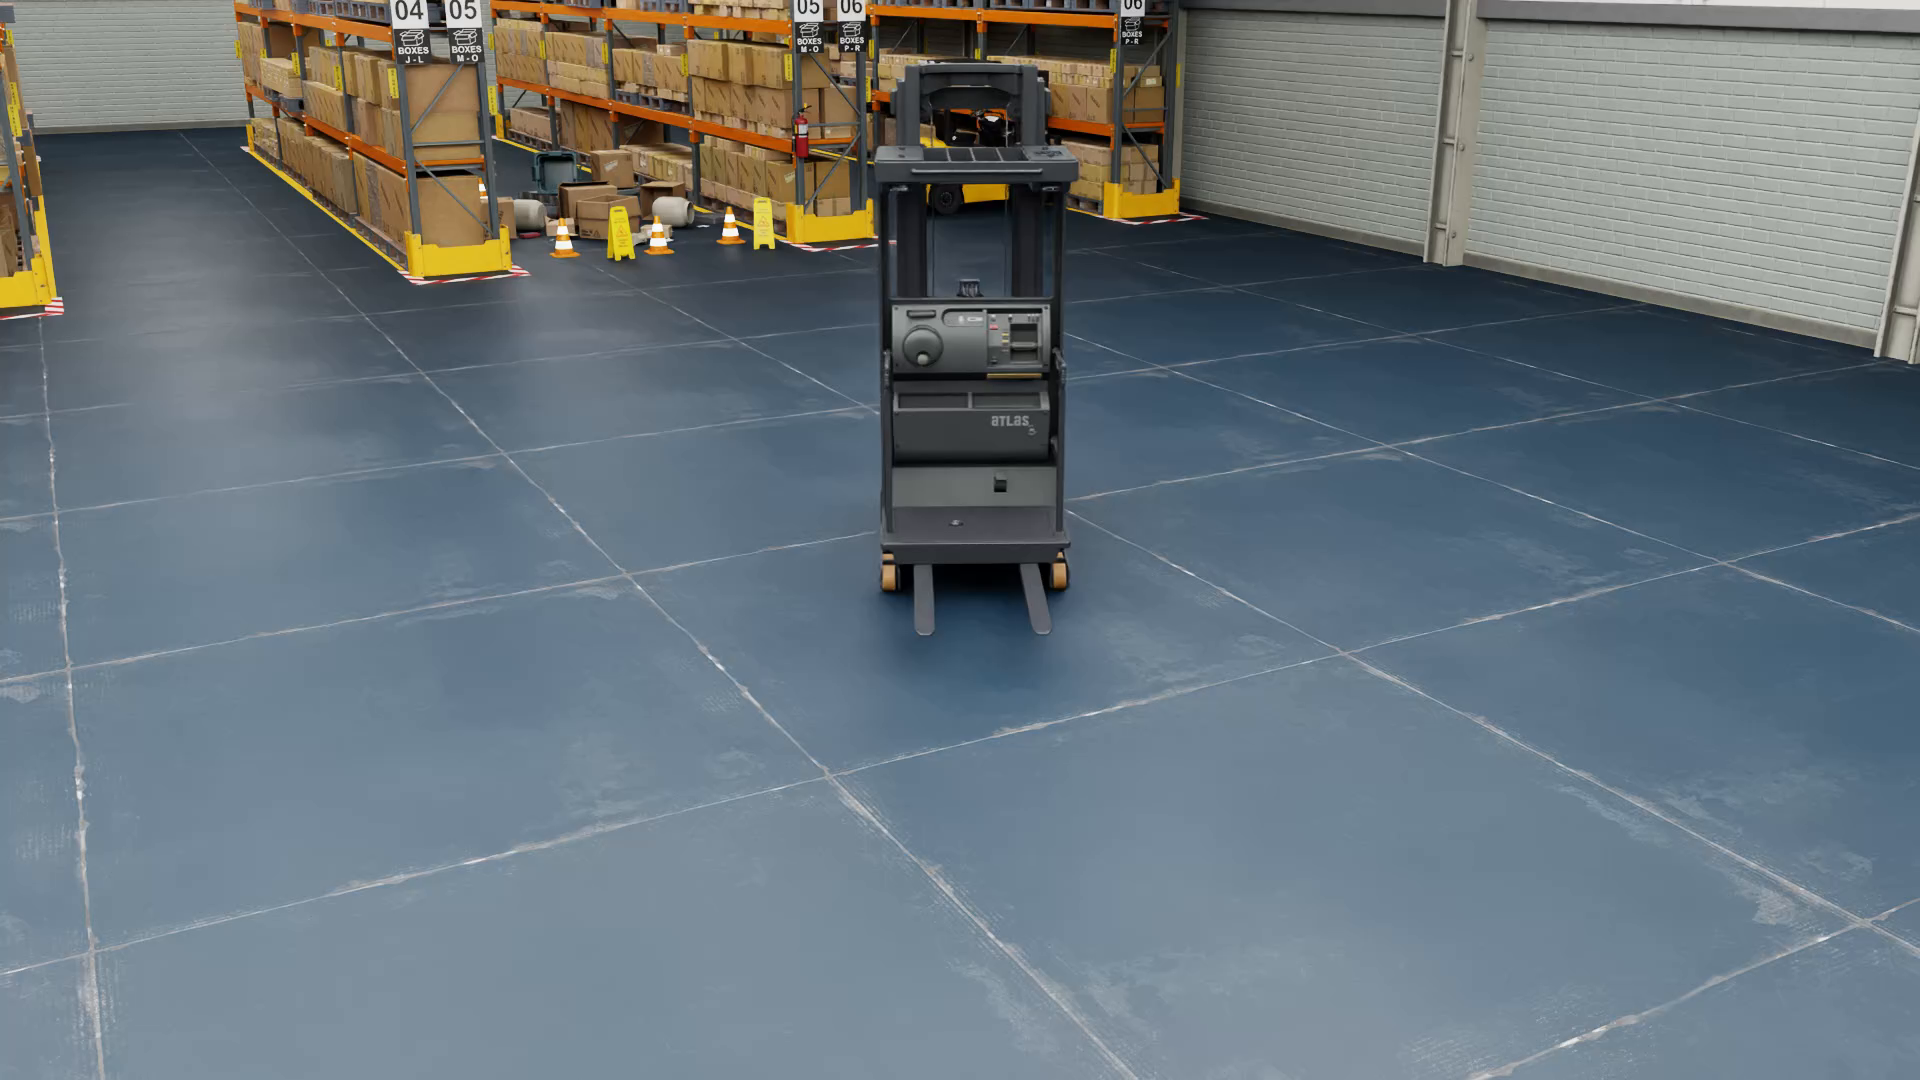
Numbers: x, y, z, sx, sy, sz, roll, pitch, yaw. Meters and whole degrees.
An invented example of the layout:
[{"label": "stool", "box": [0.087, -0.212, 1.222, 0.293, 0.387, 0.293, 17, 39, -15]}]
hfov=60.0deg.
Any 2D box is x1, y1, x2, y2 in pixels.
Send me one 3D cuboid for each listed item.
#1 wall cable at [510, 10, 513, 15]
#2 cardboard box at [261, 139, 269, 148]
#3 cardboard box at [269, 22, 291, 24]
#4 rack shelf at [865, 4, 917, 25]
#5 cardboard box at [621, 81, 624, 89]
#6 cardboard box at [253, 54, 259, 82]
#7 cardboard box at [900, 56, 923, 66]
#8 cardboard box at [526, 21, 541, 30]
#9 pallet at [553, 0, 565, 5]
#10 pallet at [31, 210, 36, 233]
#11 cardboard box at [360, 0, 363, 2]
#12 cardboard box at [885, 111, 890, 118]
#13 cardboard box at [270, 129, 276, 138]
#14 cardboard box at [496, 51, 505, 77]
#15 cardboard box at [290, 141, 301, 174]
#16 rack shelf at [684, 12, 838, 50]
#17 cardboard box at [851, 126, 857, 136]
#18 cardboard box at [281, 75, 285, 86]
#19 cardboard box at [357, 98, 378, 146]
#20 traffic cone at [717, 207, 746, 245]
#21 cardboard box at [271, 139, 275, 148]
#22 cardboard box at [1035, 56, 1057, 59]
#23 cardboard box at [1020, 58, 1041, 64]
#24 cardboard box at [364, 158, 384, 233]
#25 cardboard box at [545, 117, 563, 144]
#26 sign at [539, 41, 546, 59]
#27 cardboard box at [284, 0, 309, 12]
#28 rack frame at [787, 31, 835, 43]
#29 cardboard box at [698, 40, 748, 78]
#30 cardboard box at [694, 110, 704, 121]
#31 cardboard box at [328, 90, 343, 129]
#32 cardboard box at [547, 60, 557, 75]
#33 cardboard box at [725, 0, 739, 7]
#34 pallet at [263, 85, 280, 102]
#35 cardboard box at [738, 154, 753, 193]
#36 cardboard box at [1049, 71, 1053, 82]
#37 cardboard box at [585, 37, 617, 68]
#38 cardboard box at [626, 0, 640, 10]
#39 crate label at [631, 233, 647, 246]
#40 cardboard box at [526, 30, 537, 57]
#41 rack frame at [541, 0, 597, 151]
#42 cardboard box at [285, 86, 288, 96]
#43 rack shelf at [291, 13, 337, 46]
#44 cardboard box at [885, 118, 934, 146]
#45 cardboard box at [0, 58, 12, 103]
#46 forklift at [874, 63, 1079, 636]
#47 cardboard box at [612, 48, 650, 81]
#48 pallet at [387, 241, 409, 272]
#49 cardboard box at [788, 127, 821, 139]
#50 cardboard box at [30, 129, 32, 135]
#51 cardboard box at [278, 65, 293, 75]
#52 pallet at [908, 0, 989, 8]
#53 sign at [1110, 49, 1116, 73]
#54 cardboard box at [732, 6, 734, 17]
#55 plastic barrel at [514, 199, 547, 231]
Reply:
[{"label": "wall cable", "box": [-10.757, -12.364, 40.307, 0.588, 1.984, 0.122, -10, 21, -27]}, {"label": "cardboard box", "box": [-13.050, -7.535, 31.595, 0.380, 0.149, 0.250, -11, 22, -29]}, {"label": "cardboard box", "box": [-12.933, -9.672, 31.922, 0.500, 0.500, 0.500, -11, 22, -28]}, {"label": "rack shelf", "box": [-2.085, -10.171, 32.014, 1.077, 0.370, 4.000, -10, 21, -27]}, {"label": "cardboard box", "box": [-5.512, -7.707, 28.109, 0.380, 0.149, 0.250, -11, 22, -30]}, {"label": "cardboard box", "box": [-12.669, -8.677, 30.570, 0.500, 0.500, 0.500, -10, 21, -27]}, {"label": "cardboard box", "box": [-0.836, -8.517, 29.567, 0.380, 0.149, 0.250, -10, 21, -26]}, {"label": "cardboard box", "box": [-8.254, -10.065, 32.521, 0.380, 0.149, 0.250, -10, 21, -27]}, {"label": "pallet", "box": [-6.923, -9.970, 30.620, 0.805, 0.209, 1.217, -11, 22, -29]}, {"label": "pallet", "box": [-13.279, -4.322, 22.833, 1.003, 0.211, 1.213, -10, 21, -27]}, {"label": "cardboard box", "box": [-7.071, -6.610, 20.178, 0.380, 0.149, 0.250, -10, 21, -26]}, {"label": "cardboard box", "box": [-1.212, -8.121, 31.762, 0.380, 0.149, 0.250, -9, 21, -25]}, {"label": "cardboard box", "box": [-12.389, -7.433, 30.390, 0.380, 0.149, 0.250, -10, 22, -27]}, {"label": "cardboard box", "box": [-9.326, -9.911, 34.602, 0.500, 0.500, 0.500, -10, 21, -27]}, {"label": "cardboard box", "box": [-10.862, -6.418, 27.820, 0.500, 0.500, 0.500, -11, 22, -29]}, {"label": "rack shelf", "box": [-2.653, -7.105, 23.127, 1.077, 0.370, 4.000, -10, 21, -27]}, {"label": "cardboard box", "box": [-1.754, -7.770, 31.738, 0.500, 0.500, 0.500, -10, 22, -27]}, {"label": "cardboard box", "box": [-10.701, -7.397, 26.754, 0.380, 0.149, 0.250, -9, 21, -25]}, {"label": "cardboard box", "box": [-7.292, -5.445, 21.581, 0.875, 0.550, 0.550, -10, 21, -27]}, {"label": "traffic cone", "box": [-3.043, -4.177, 22.028, 0.336, 0.463, 0.334, -10, 21, -27]}, {"label": "cardboard box", "box": [-12.279, -7.210, 30.199, 0.380, 0.149, 0.250, -11, 22, -29]}, {"label": "cardboard box", "box": [1.401, -7.668, 26.652, 0.380, 0.149, 0.250, -10, 22, -27]}, {"label": "cardboard box", "box": [1.166, -7.435, 25.976, 0.380, 0.149, 0.250, -10, 22, -28]}, {"label": "cardboard box", "box": [-7.243, -4.550, 21.832, 0.875, 0.875, 0.875, -10, 21, -26]}, {"label": "cardboard box", "box": [-7.605, -8.082, 32.738, 0.875, 0.438, 0.875, -10, 22, -27]}, {"label": "sign", "box": [-7.889, -9.258, 31.414, 0.100, 0.325, 0.005, -10, 21, -27]}, {"label": "cardboard box", "box": [-10.305, -8.543, 26.040, 0.500, 0.500, 0.500, -10, 21, -27]}, {"label": "rack frame", "box": [-3.035, -9.668, 34.050, 1.000, 3.000, 0.127, -10, 21, -27]}, {"label": "cardboard box", "box": [-3.361, -6.952, 24.037, 0.700, 0.500, 0.500, -10, 21, -26]}, {"label": "cardboard box", "box": [-3.736, -6.342, 24.798, 0.380, 0.149, 0.250, -10, 21, -27]}, {"label": "cardboard box", "box": [-8.634, -6.106, 23.575, 0.500, 0.500, 0.500, -10, 22, -27]}, {"label": "cardboard box", "box": [-7.441, -8.893, 31.269, 0.500, 0.250, 0.500, -11, 22, -28]}, {"label": "cardboard box", "box": [-2.914, -7.483, 22.894, 0.500, 0.250, 0.500, -10, 21, -26]}, {"label": "pallet", "box": [-11.475, -7.769, 28.843, 1.003, 0.211, 1.213, -10, 21, -27]}, {"label": "cardboard box", "box": [-2.798, -5.191, 23.498, 0.500, 0.500, 0.500, -11, 22, -28]}, {"label": "cardboard box", "box": [1.582, -7.083, 25.411, 0.380, 0.149, 0.250, -10, 21, -27]}, {"label": "cardboard box", "box": [-6.229, -8.523, 29.047, 0.500, 0.500, 0.500, -10, 21, -26]}, {"label": "cardboard box", "box": [-5.061, -8.941, 27.192, 0.700, 0.500, 0.500, -10, 21, -27]}, {"label": "crate label", "box": [-4.286, -3.970, 21.926, 0.298, 0.136, 0.250, 11, 22, 30]}, {"label": "cardboard box", "box": [-8.103, -9.657, 32.333, 0.500, 0.500, 0.500, -10, 22, -27]}, {"label": "rack frame", "box": [-7.402, -8.898, 31.818, 1.000, 3.000, 0.127, -10, 21, -27]}, {"label": "cardboard box", "box": [-10.566, -7.175, 26.569, 0.380, 0.149, 0.250, -10, 21, -27]}, {"label": "rack shelf", "box": [-8.861, -7.457, 24.149, 1.077, 0.370, 4.000, -10, 21, -27]}, {"label": "cardboard box", "box": [-0.852, -7.414, 30.516, 0.875, 0.625, 0.625, -9, 21, -25]}, {"label": "cardboard box", "box": [-11.393, -5.353, 19.404, 0.500, 0.500, 0.500, -10, 21, -27]}, {"label": "forklift", "box": [0.075, -1.184, 9.569, 1.130, 2.935, 3.031, -1, 19, -2]}, {"label": "cardboard box", "box": [-5.492, -7.971, 27.879, 0.500, 0.500, 0.500, -11, 22, -28]}, {"label": "pallet", "box": [-6.460, -3.556, 20.614, 1.003, 0.211, 1.213, -10, 21, -27]}, {"label": "cardboard box", "box": [-2.069, -5.408, 22.091, 0.380, 0.149, 0.250, -9, 21, -25]}, {"label": "cardboard box", "box": [-14.950, -5.867, 25.649, 1.225, 0.875, 0.875, -10, 21, -26]}, {"label": "cardboard box", "box": [-10.818, -7.608, 26.910, 0.380, 0.149, 0.250, -9, 21, -25]}, {"label": "pallet", "box": [-0.201, -9.346, 28.810, 1.003, 0.211, 1.213, -9, 21, -24]}, {"label": "sign", "box": [2.179, -6.802, 23.607, 0.100, 0.325, 0.005, -10, 21, -27]}, {"label": "cardboard box", "box": [-2.938, -7.329, 23.060, 0.380, 0.149, 0.250, -10, 21, -26]}, {"label": "plastic barrel", "box": [-6.022, -4.499, 23.022, 0.512, 0.421, 0.421, 4, 19, 11]}]
